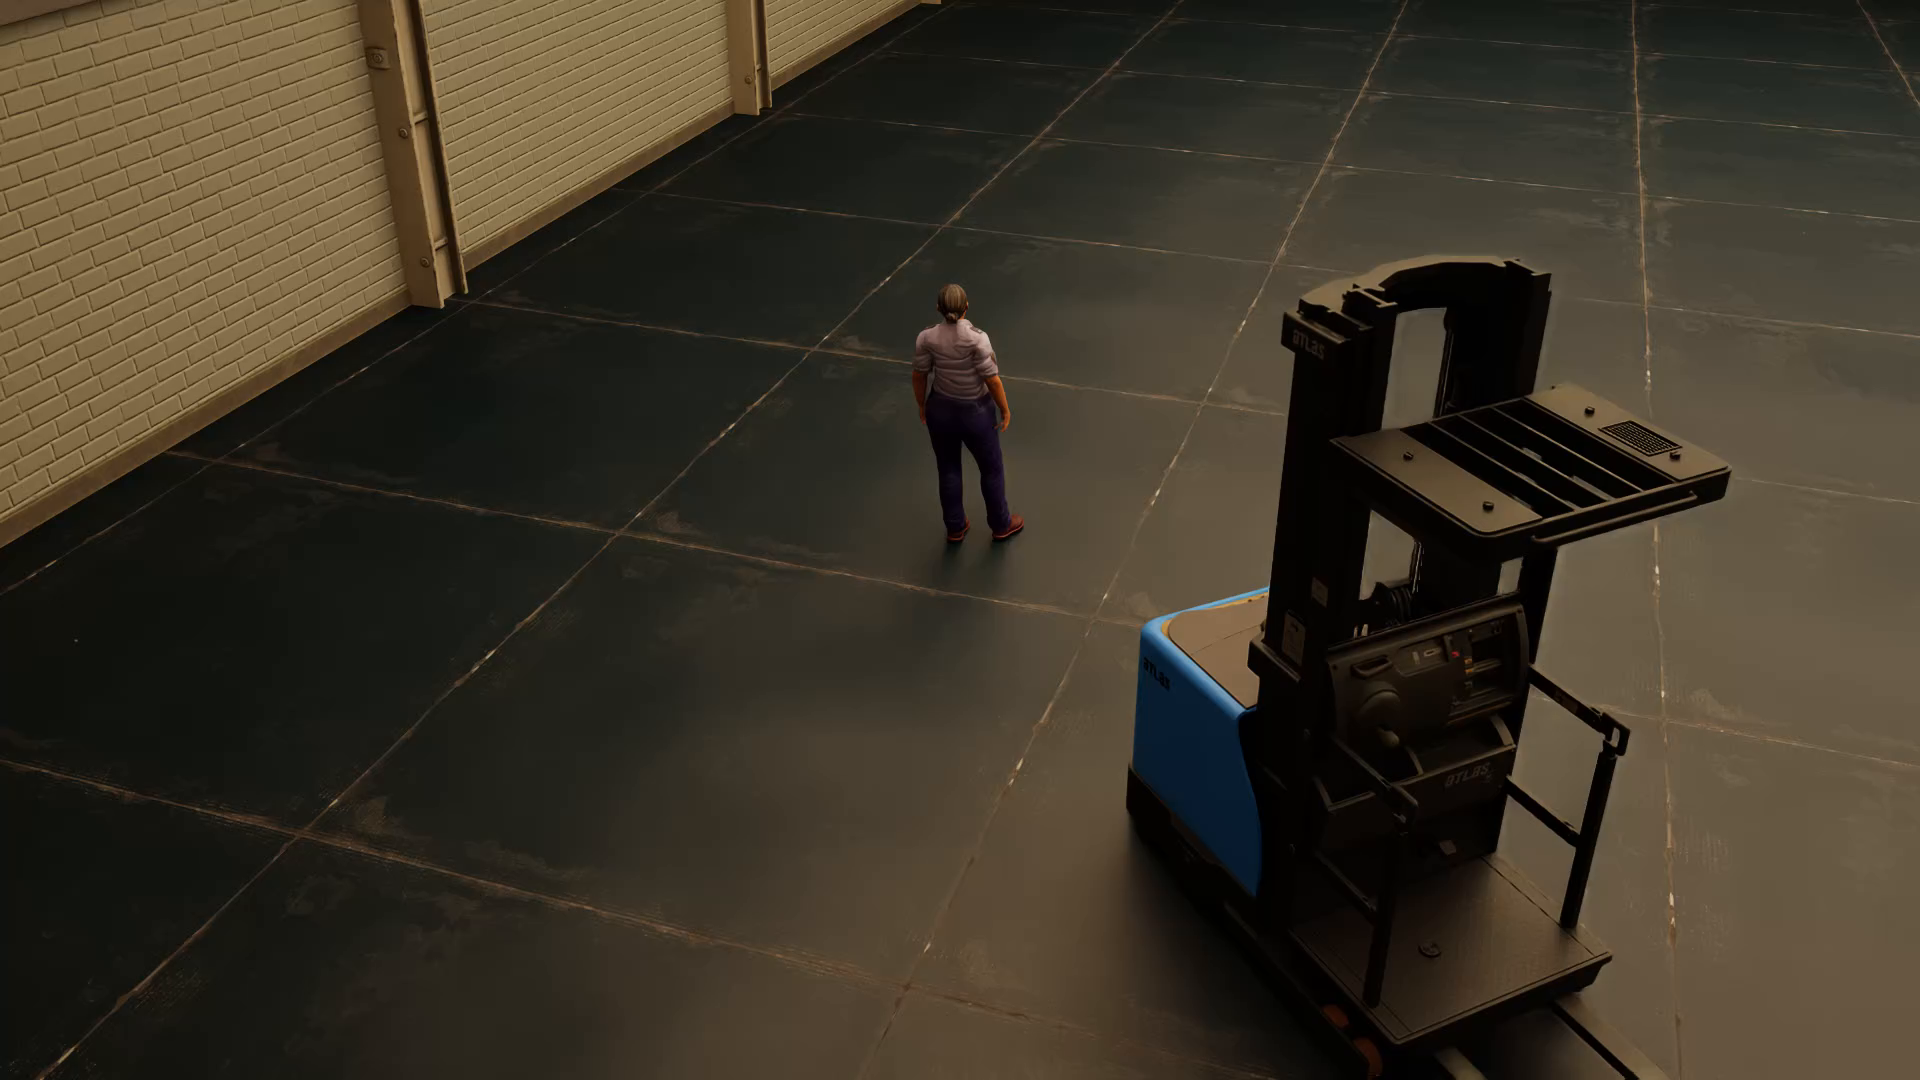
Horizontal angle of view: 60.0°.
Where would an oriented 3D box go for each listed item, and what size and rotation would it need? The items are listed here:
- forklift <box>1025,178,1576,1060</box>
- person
[{"bbox_3d":[1.438,0.122,6.923,1.130,2.935,3.031,-14,32,-23],"label":"forklift"},{"bbox_3d":[0.046,-0.756,9.746,0.589,1.659,0.478,10,31,16],"label":"person"}]
